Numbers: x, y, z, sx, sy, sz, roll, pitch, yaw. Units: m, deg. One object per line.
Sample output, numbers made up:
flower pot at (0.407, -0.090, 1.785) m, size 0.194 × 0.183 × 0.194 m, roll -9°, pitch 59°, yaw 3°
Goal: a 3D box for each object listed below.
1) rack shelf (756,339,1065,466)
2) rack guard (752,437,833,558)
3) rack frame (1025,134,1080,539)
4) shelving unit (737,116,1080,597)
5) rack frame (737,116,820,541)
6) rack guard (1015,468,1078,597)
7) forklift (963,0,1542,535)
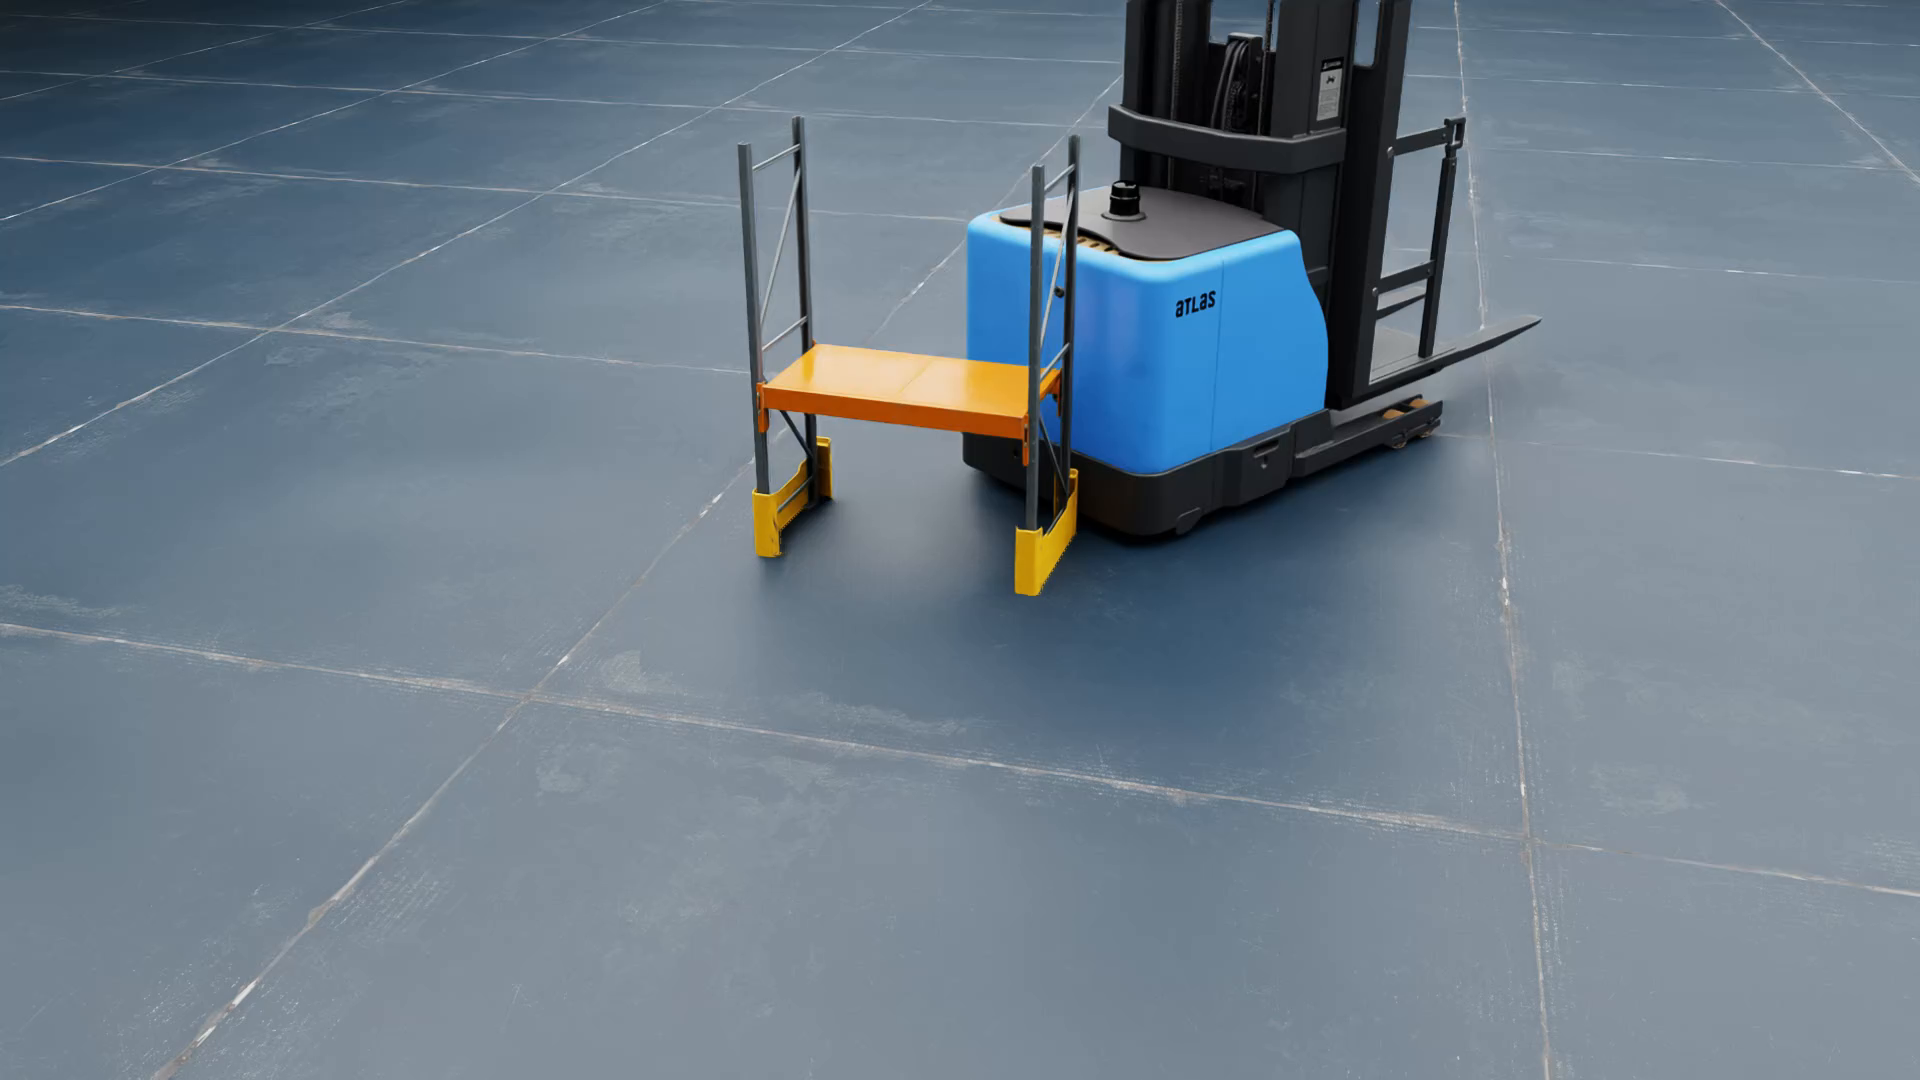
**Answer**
rack shelf at (-0.165, -0.507, 5.988) m, size 1.000 × 0.185 × 0.538 m, roll 8°, pitch 27°, yaw 16°
rack guard at (-0.629, -0.170, 6.317) m, size 0.087 × 0.250 × 0.587 m, roll 8°, pitch 27°, yaw 16°
rack frame at (0.319, -0.601, 5.768) m, size 0.032 × 1.500 × 0.500 m, roll 8°, pitch 27°, yaw 16°
shelving unit at (-0.156, -0.668, 5.908) m, size 1.083 × 1.500 × 0.587 m, roll 8°, pitch 27°, yaw 16°
rack frame at (-0.648, -0.737, 6.053) m, size 0.032 × 1.500 × 0.500 m, roll 8°, pitch 27°, yaw 16°
rack guard at (0.317, -0.037, 6.037) m, size 0.087 × 0.250 × 0.587 m, roll 8°, pitch 27°, yaw 16°
forklift at (1.444, -1.858, 6.743) m, size 3.031 × 2.935 × 1.130 m, roll -21°, pitch 33°, yaw -37°
